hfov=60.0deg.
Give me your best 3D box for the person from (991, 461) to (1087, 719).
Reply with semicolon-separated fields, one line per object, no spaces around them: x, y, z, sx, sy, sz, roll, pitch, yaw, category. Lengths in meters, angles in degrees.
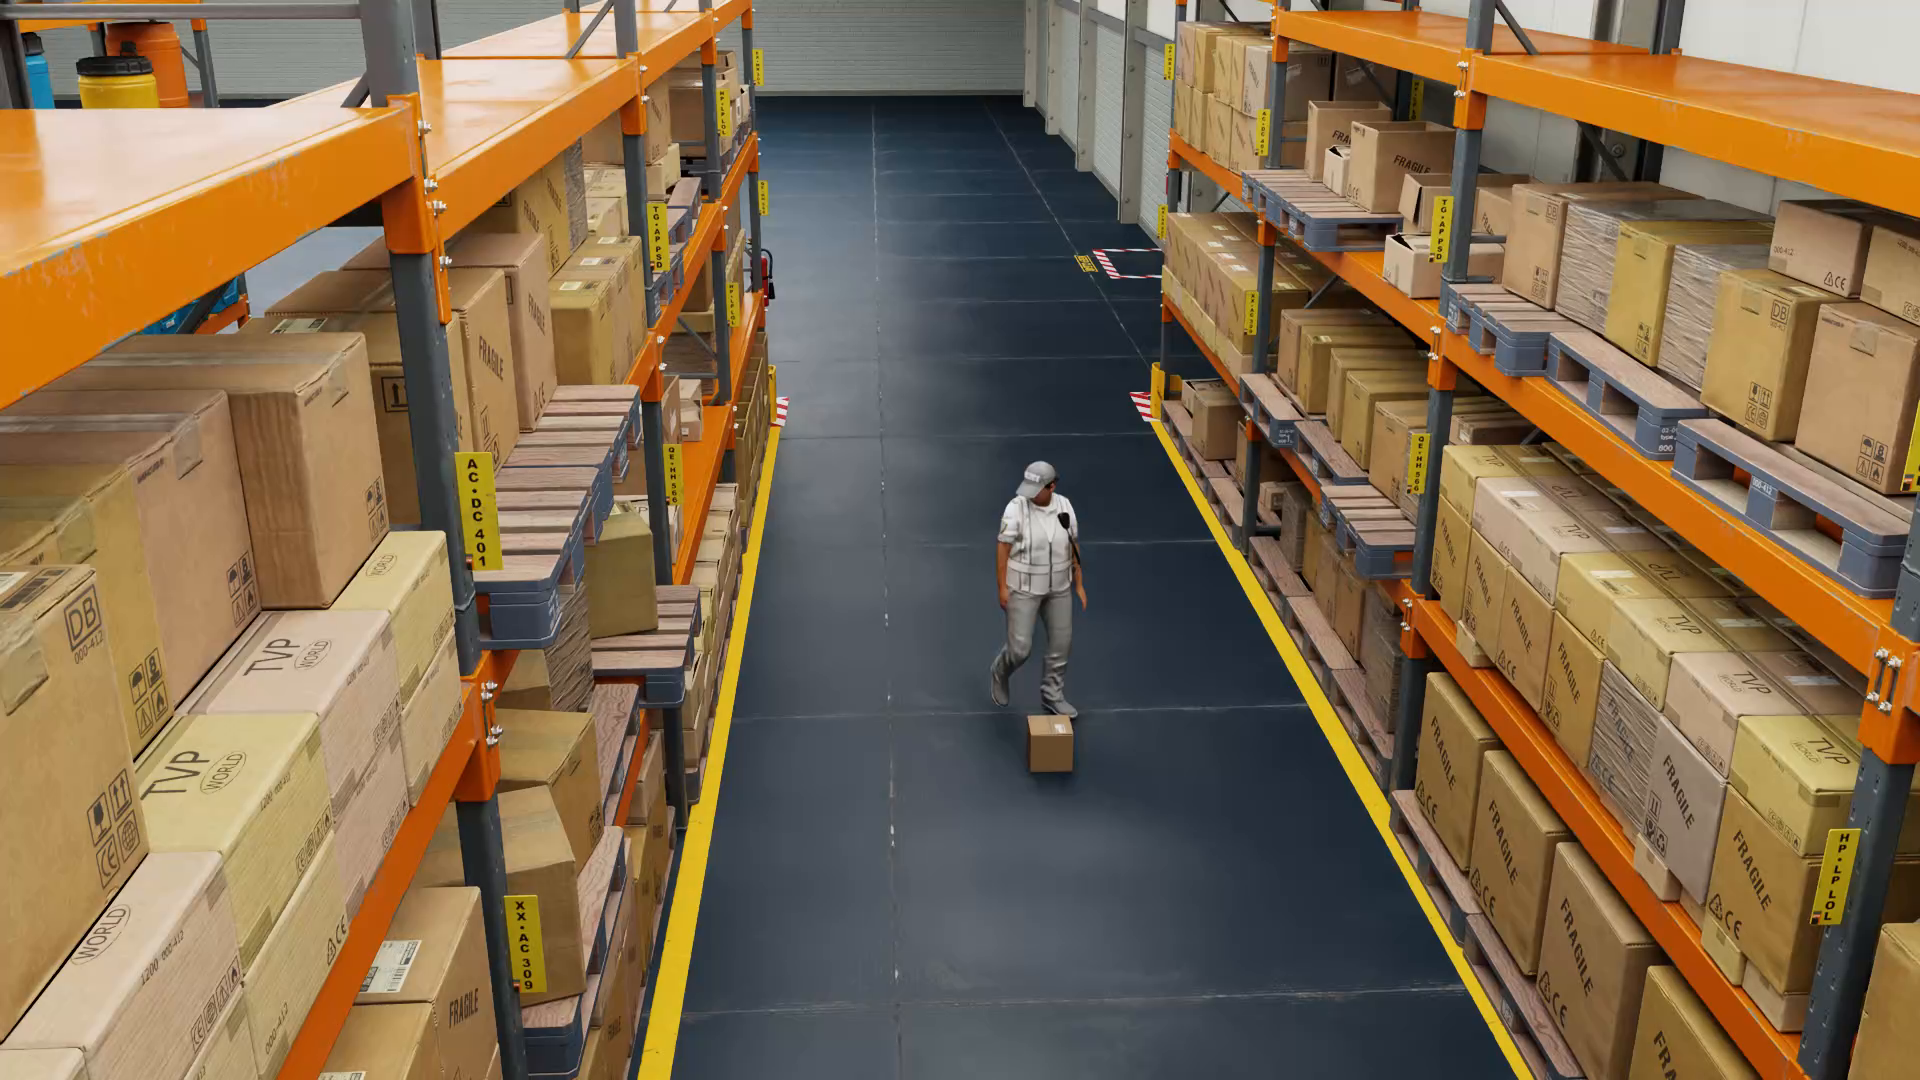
0.478;0.293;10.243;0.535;1.653;0.500;-9;22;-23;person
